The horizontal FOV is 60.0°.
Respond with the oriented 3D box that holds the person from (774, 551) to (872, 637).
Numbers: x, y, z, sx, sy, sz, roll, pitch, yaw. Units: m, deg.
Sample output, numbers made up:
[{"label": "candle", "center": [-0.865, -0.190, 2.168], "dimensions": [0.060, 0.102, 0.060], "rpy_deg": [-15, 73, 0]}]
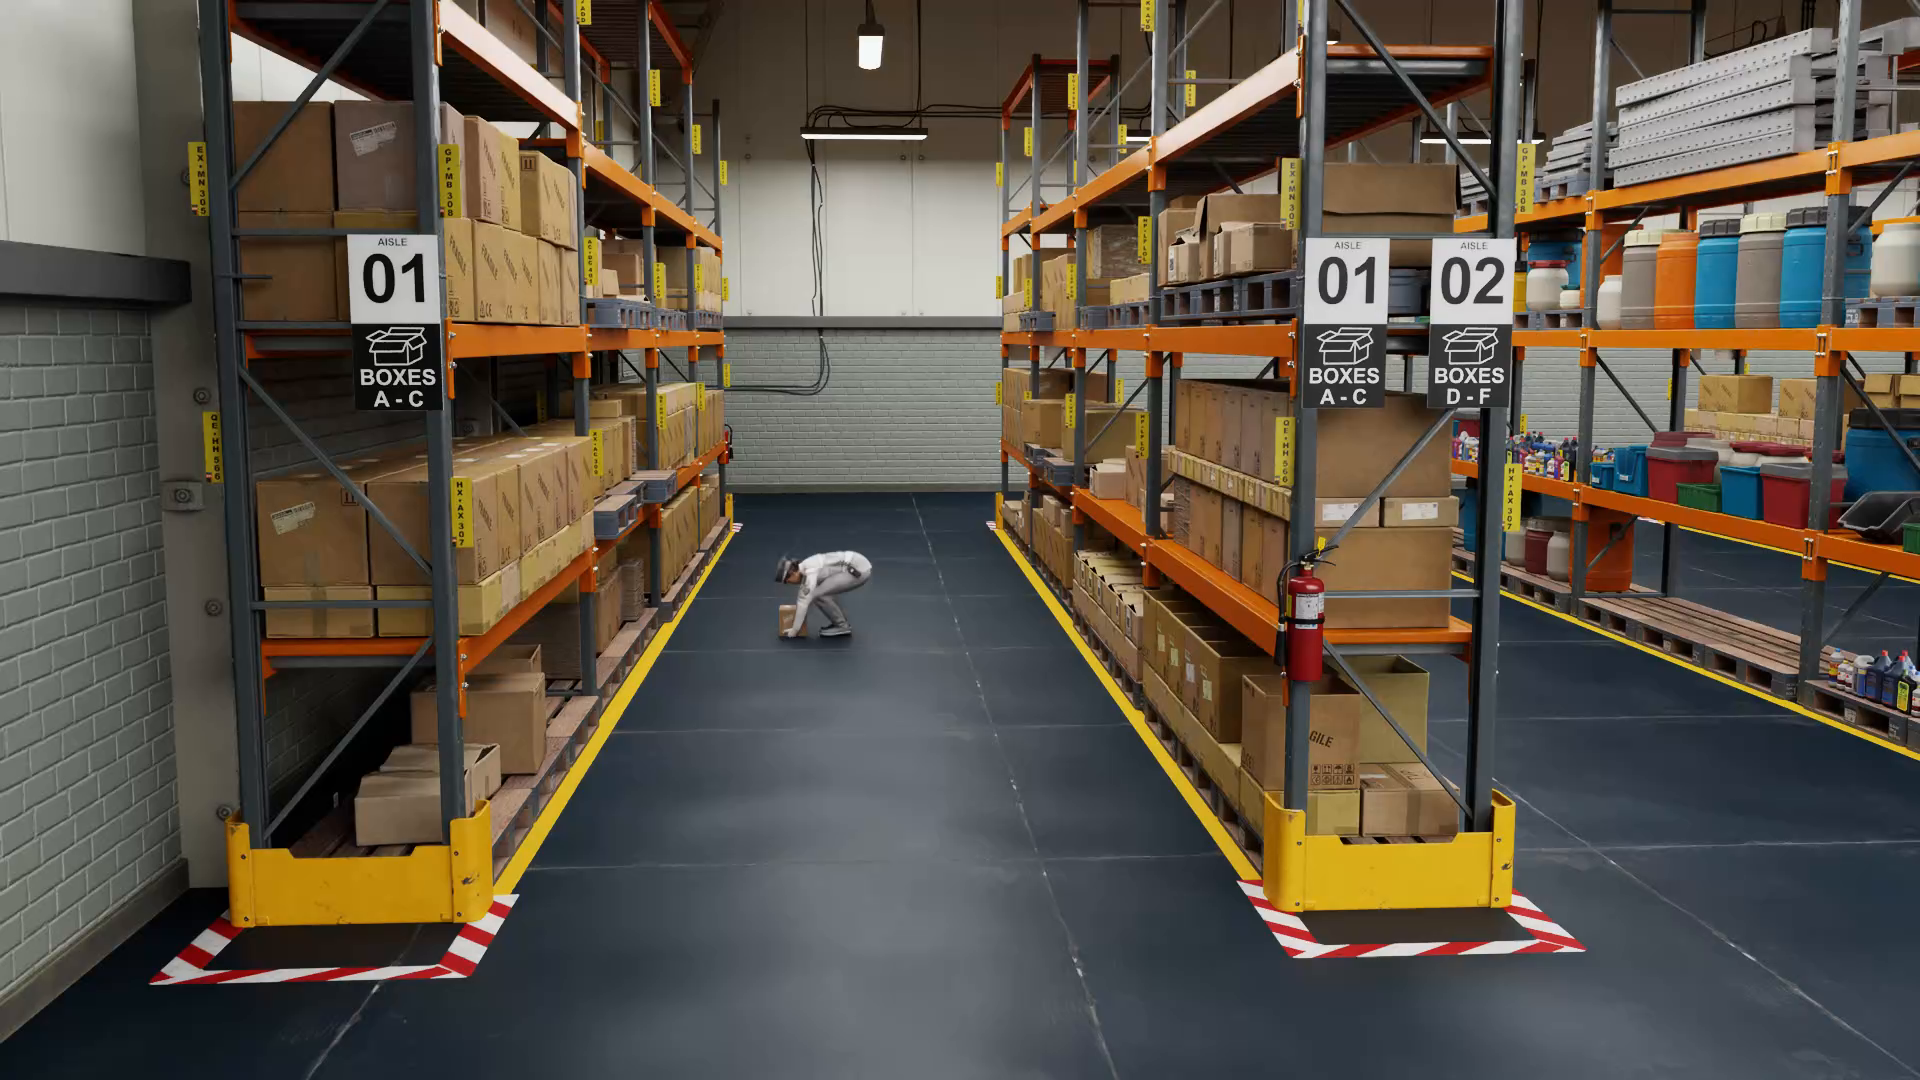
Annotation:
[{"label": "person", "center": [-1.269, 0.501, 15.410], "dimensions": [0.910, 0.783, 0.443], "rpy_deg": [-1, 7, -6]}]
